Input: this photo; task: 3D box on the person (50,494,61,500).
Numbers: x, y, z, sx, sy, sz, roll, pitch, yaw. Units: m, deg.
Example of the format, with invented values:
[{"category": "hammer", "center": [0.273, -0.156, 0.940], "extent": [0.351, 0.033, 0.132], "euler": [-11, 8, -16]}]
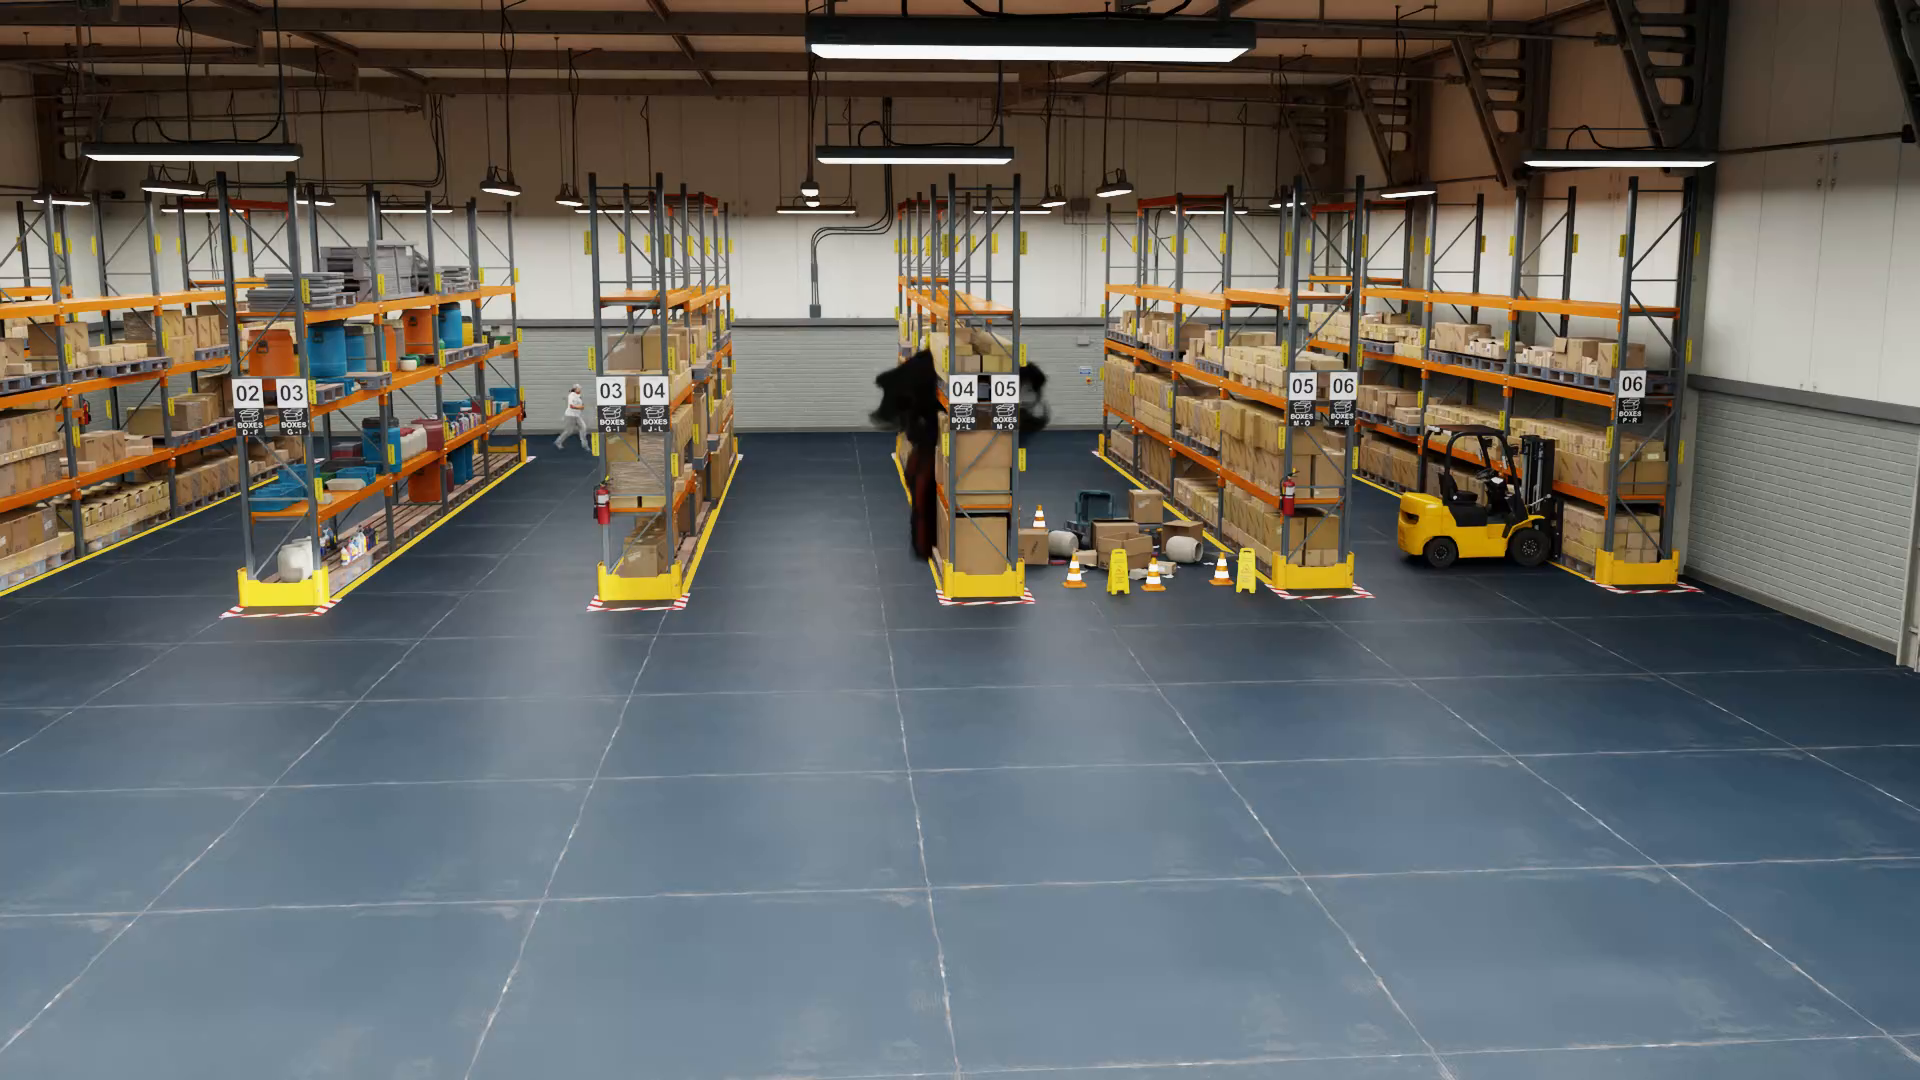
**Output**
[{"category": "person", "center": [-16.901, -1.209, 30.919], "extent": [0.510, 1.570, 0.636], "euler": [0, 10, 2]}]

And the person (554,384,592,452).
[{"category": "person", "center": [-9.558, -3.002, 40.983], "extent": [0.936, 1.703, 0.627], "euler": [0, 10, 1]}]
